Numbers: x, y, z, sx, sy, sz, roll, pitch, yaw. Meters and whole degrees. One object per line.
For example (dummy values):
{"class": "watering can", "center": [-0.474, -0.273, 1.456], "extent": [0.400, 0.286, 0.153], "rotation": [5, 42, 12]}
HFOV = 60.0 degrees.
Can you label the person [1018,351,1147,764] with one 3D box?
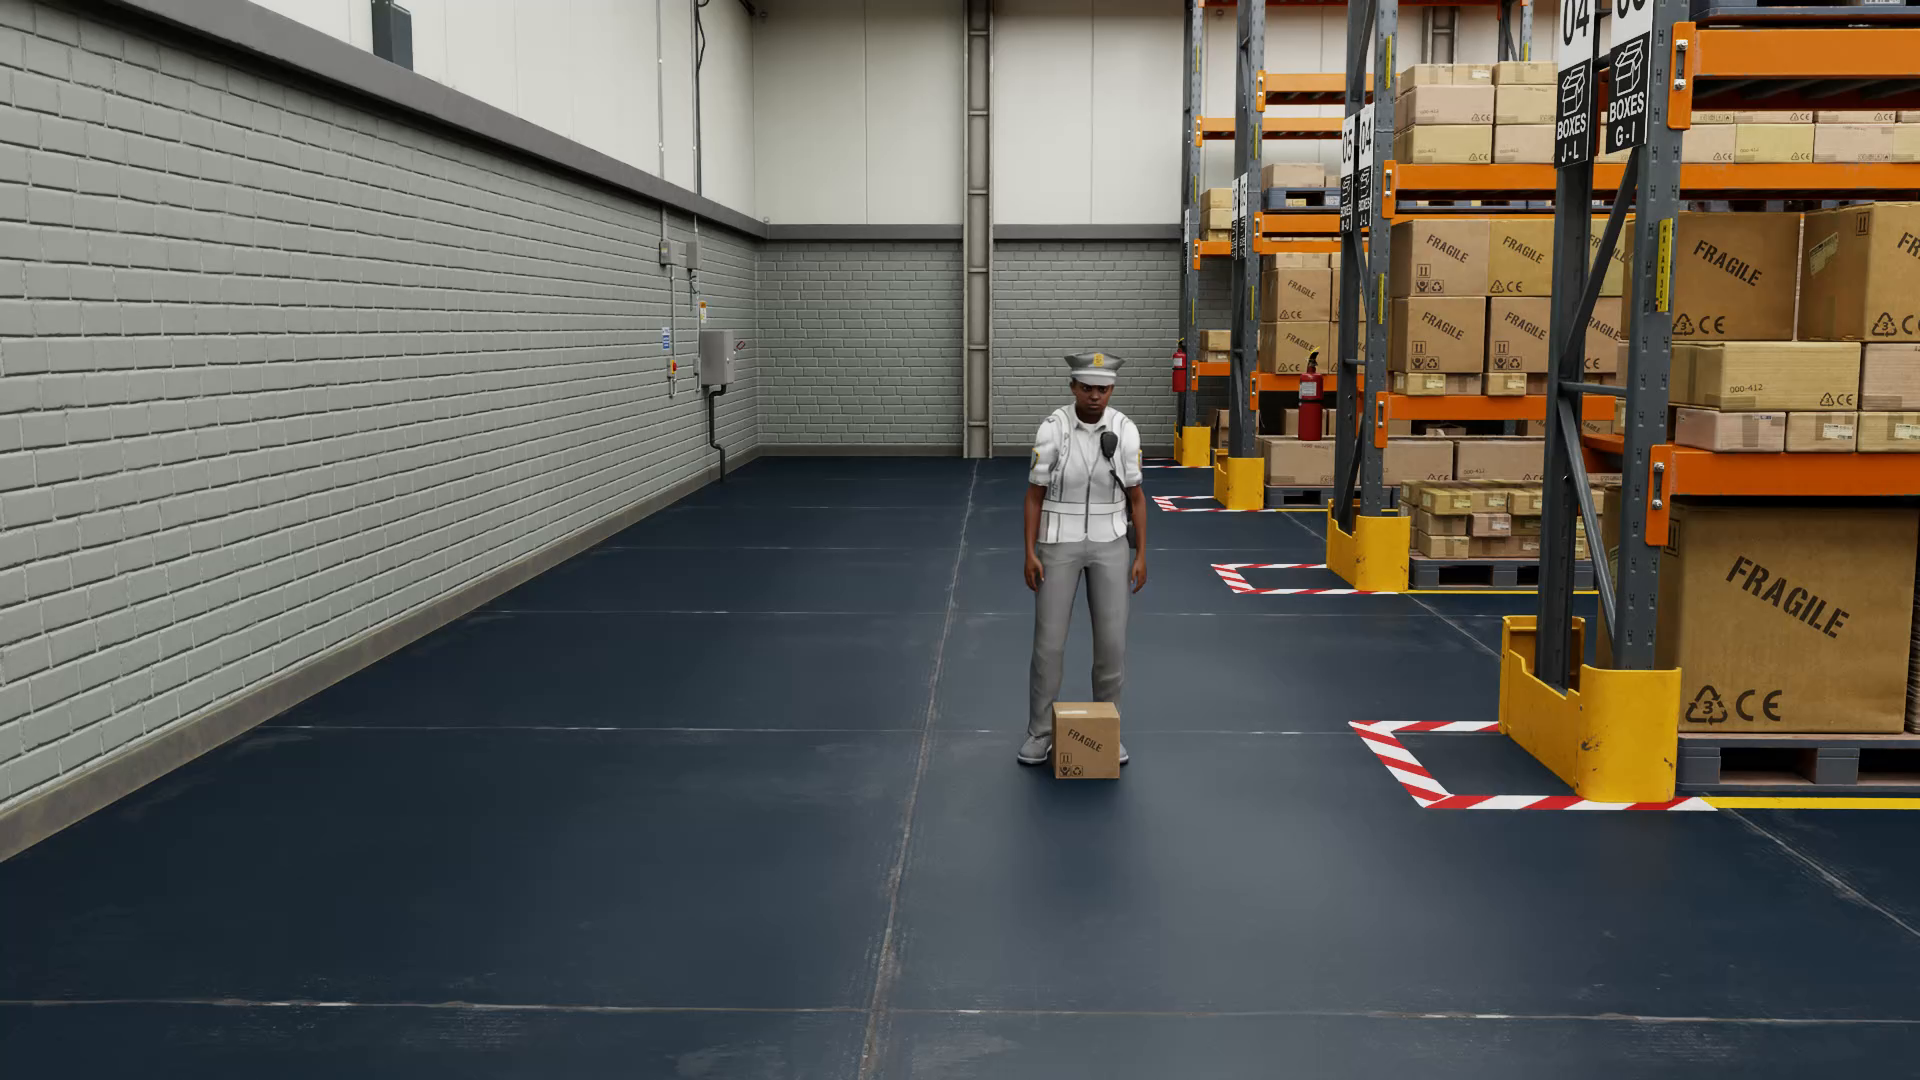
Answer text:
{"class": "person", "center": [0.497, 0.070, 6.752], "extent": [0.527, 1.655, 0.393], "rotation": [0, 7, -1]}
